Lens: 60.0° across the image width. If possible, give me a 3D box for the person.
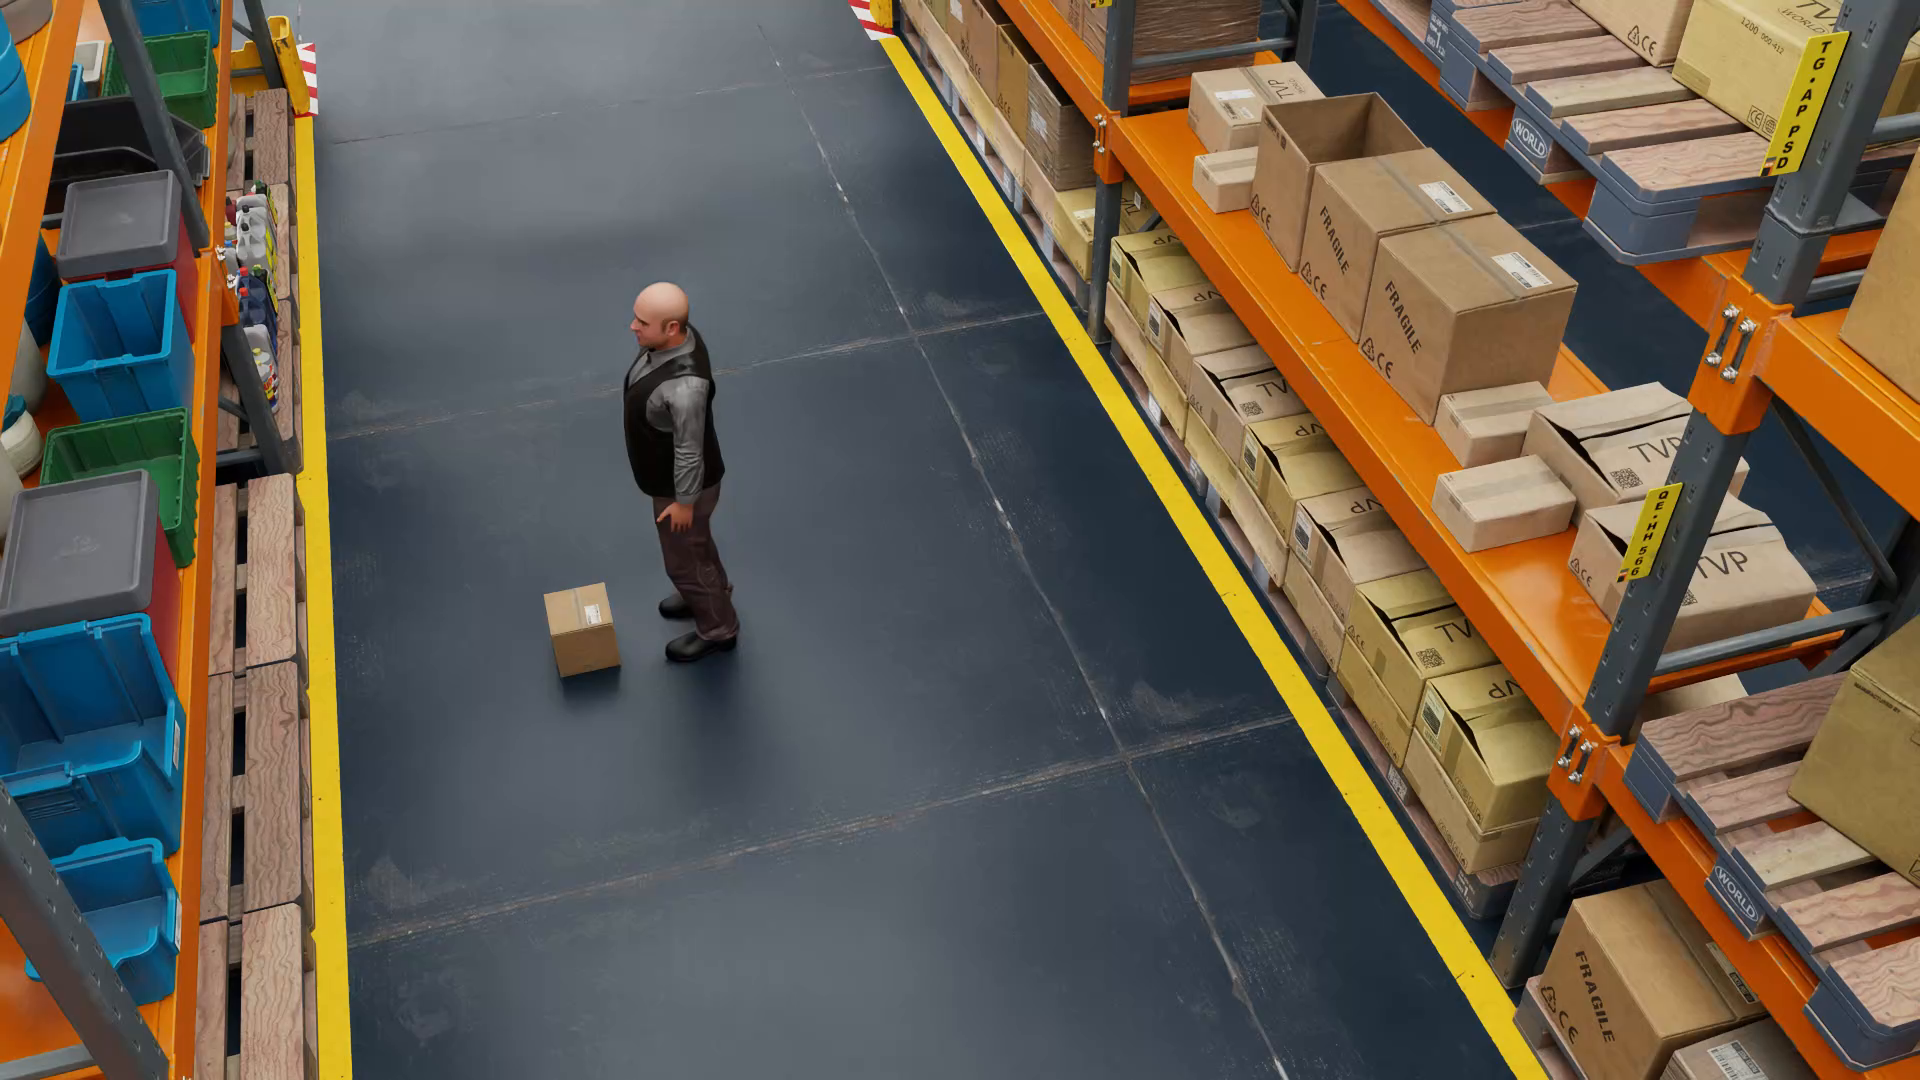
[{"bbox_3d":[-1.095,-0.255,6.467,0.358,1.716,0.531,-11,43,-12],"label":"person"}]
